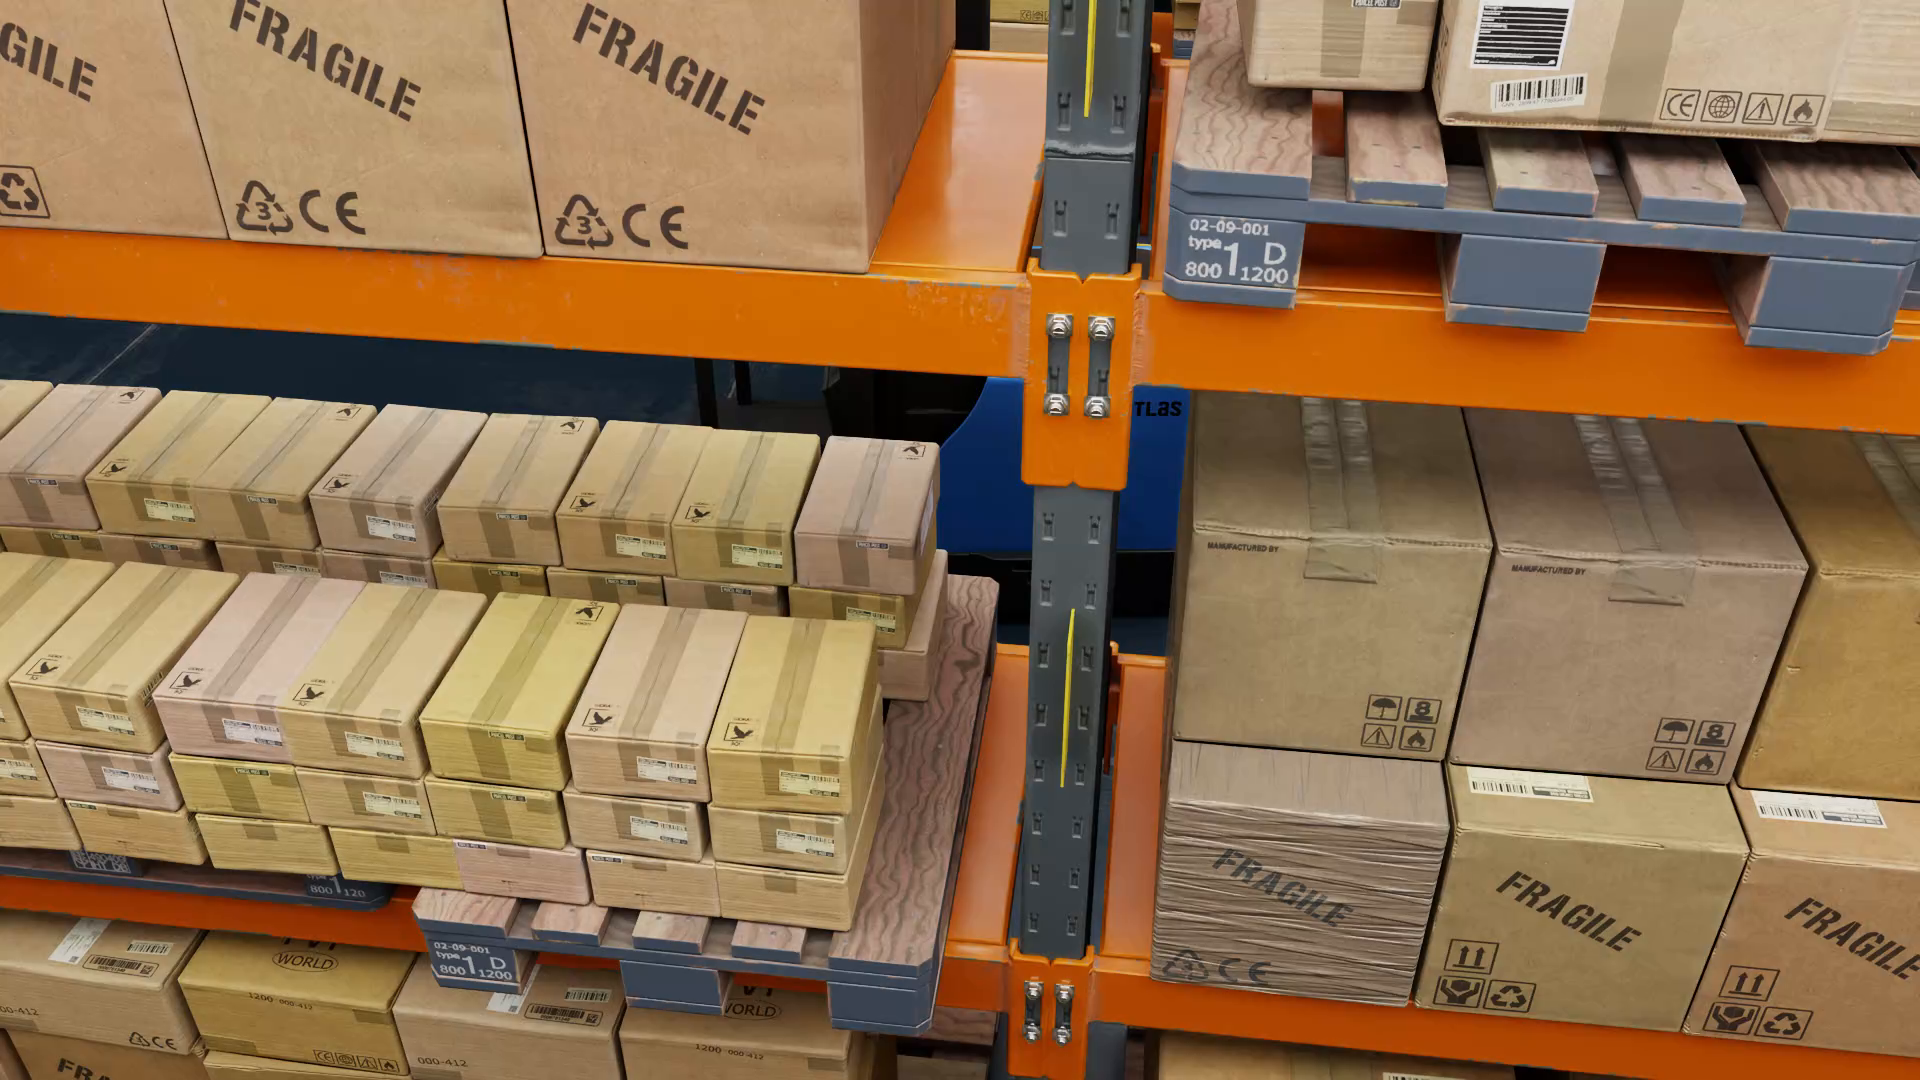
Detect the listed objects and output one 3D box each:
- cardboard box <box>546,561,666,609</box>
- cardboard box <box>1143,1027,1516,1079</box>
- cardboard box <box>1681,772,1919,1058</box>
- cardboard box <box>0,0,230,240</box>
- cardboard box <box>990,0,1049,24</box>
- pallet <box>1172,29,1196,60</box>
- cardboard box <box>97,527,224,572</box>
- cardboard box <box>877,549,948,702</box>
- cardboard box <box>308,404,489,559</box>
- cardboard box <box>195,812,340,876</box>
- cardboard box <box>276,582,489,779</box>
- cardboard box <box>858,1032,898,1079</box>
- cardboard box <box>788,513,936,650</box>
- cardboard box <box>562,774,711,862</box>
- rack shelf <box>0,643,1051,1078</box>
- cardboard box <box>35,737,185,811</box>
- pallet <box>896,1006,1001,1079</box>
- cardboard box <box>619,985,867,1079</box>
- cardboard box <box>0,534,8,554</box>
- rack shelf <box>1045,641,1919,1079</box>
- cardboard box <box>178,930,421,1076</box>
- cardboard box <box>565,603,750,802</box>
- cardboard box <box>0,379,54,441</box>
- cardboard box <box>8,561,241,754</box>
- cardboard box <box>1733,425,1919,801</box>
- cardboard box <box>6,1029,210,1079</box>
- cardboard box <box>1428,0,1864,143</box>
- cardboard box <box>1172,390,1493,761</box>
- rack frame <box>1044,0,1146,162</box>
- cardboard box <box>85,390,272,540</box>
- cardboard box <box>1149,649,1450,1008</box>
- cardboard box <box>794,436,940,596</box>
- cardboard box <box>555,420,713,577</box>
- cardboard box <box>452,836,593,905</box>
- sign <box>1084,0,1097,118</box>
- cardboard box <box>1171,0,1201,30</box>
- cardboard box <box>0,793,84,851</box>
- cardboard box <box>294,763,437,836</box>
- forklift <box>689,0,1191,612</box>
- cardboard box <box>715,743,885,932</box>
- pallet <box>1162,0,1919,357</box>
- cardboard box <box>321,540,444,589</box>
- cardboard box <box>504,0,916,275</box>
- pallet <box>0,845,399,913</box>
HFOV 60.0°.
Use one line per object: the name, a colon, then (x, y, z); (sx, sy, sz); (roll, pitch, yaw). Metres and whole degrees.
cardboard box: (-0.744, 0.021, 3.737); (0.250, 0.149, 0.380); (3, 36, 4)
cardboard box: (0.837, 1.241, 4.004); (0.750, 0.750, 1.050); (4, 36, 5)
cardboard box: (1.660, 0.621, 3.212); (0.500, 0.500, 0.500); (4, 36, 6)
cardboard box: (-1.347, -0.827, 2.659); (0.500, 0.500, 0.500); (4, 36, 6)
cardboard box: (0.262, -2.492, 7.359); (0.500, 0.250, 0.500); (4, 36, 6)
pallet: (1.495, -2.391, 7.683); (1.003, 0.211, 1.213); (4, 36, 6)
cardboard box: (-1.755, -0.054, 3.843); (0.250, 0.149, 0.380); (6, 36, 8)
cardboard box: (-0.174, 0.181, 3.769); (0.250, 0.149, 0.380); (4, 36, 5)
cardboard box: (-1.230, -0.135, 3.700); (0.250, 0.149, 0.380); (6, 36, 8)
cardboard box: (-1.318, 0.481, 3.349); (0.250, 0.149, 0.380); (3, 36, 4)
cardboard box: (-1.074, 0.259, 3.147); (0.250, 0.149, 0.380); (5, 36, 7)
cardboard box: (-0.442, 1.348, 4.070); (0.500, 0.500, 0.500); (4, 36, 6)
cardboard box: (-0.209, 0.058, 3.685); (0.250, 0.149, 0.380); (6, 36, 8)
cardboard box: (-0.568, 0.416, 3.183); (0.250, 0.149, 0.380); (6, 36, 8)
rack shelf: (-1.739, 0.544, 4.025); (4.000, 0.370, 1.077); (4, 36, 6)
cardboard box: (-1.583, 0.341, 3.289); (0.250, 0.149, 0.380); (5, 36, 7)
pallet: (-0.530, 1.476, 4.501); (1.213, 0.211, 1.003); (4, 36, 6)
cardboard box: (-0.467, 1.041, 3.854); (0.500, 0.250, 0.500); (3, 36, 5)
cardboard box: (-2.266, -0.094, 3.899); (0.250, 0.149, 0.380); (3, 36, 4)
rack shelf: (2.228, 0.840, 3.610); (4.000, 0.370, 1.077); (4, 36, 6)
cardboard box: (-1.472, 0.963, 3.963); (0.500, 0.250, 0.500); (5, 36, 7)
cardboard box: (-0.549, 0.296, 3.095); (0.250, 0.149, 0.380); (4, 36, 5)
cardboard box: (-2.273, -0.211, 3.807); (0.250, 0.149, 0.380); (3, 36, 4)
cardboard box: (-1.582, 0.219, 3.203); (0.250, 0.149, 0.380); (6, 36, 8)
cardboard box: (1.699, 0.064, 3.132); (0.500, 0.500, 0.700); (4, 36, 5)
cardboard box: (-1.977, 1.226, 4.240); (0.500, 0.500, 0.500); (5, 36, 7)
cardboard box: (0.934, -0.817, 2.359); (0.500, 0.311, 0.500); (4, 36, 6)
cardboard box: (0.689, -0.010, 3.235); (0.500, 0.500, 0.700); (4, 36, 6)
rack frame: (0.245, -2.043, 1.866); (0.127, 3.000, 1.000); (4, 36, 6)
cardboard box: (-1.740, -0.174, 3.755); (0.250, 0.149, 0.380); (4, 36, 5)
cardboard box: (0.655, 0.547, 3.315); (0.500, 0.500, 0.500); (5, 36, 6)
cardboard box: (-0.194, -0.058, 3.592); (0.250, 0.149, 0.380); (4, 36, 6)
cardboard box: (-0.699, -0.097, 3.646); (0.250, 0.149, 0.380); (4, 36, 6)
cardboard box: (-0.805, 0.521, 3.293); (0.250, 0.149, 0.380); (5, 36, 7)
sign: (0.173, -0.720, 2.149); (0.005, 0.325, 0.100); (4, 36, 6)
cardboard box: (1.073, -2.398, 7.383); (0.250, 0.149, 0.380); (2, 36, 3)
cardboard box: (-1.845, 0.443, 3.402); (0.250, 0.149, 0.380); (3, 36, 4)
cardboard box: (-1.078, 0.380, 3.235); (0.250, 0.149, 0.380); (4, 36, 6)
forklift: (-0.622, -1.186, 5.889); (3.031, 2.935, 1.130); (-1, 36, -1)
cardboard box: (-0.303, 0.559, 3.240); (0.250, 0.149, 0.380); (5, 36, 7)
pallet: (0.890, -0.728, 2.768); (1.003, 0.211, 1.213); (6, 36, 8)
cardboard box: (-1.241, -0.016, 3.789); (0.250, 0.149, 0.380); (4, 36, 6)
cardboard box: (-0.354, -0.758, 2.562); (0.500, 0.500, 0.500); (4, 36, 6)
pallet: (-1.724, 0.354, 3.836); (1.213, 0.211, 1.003); (4, 36, 6)
